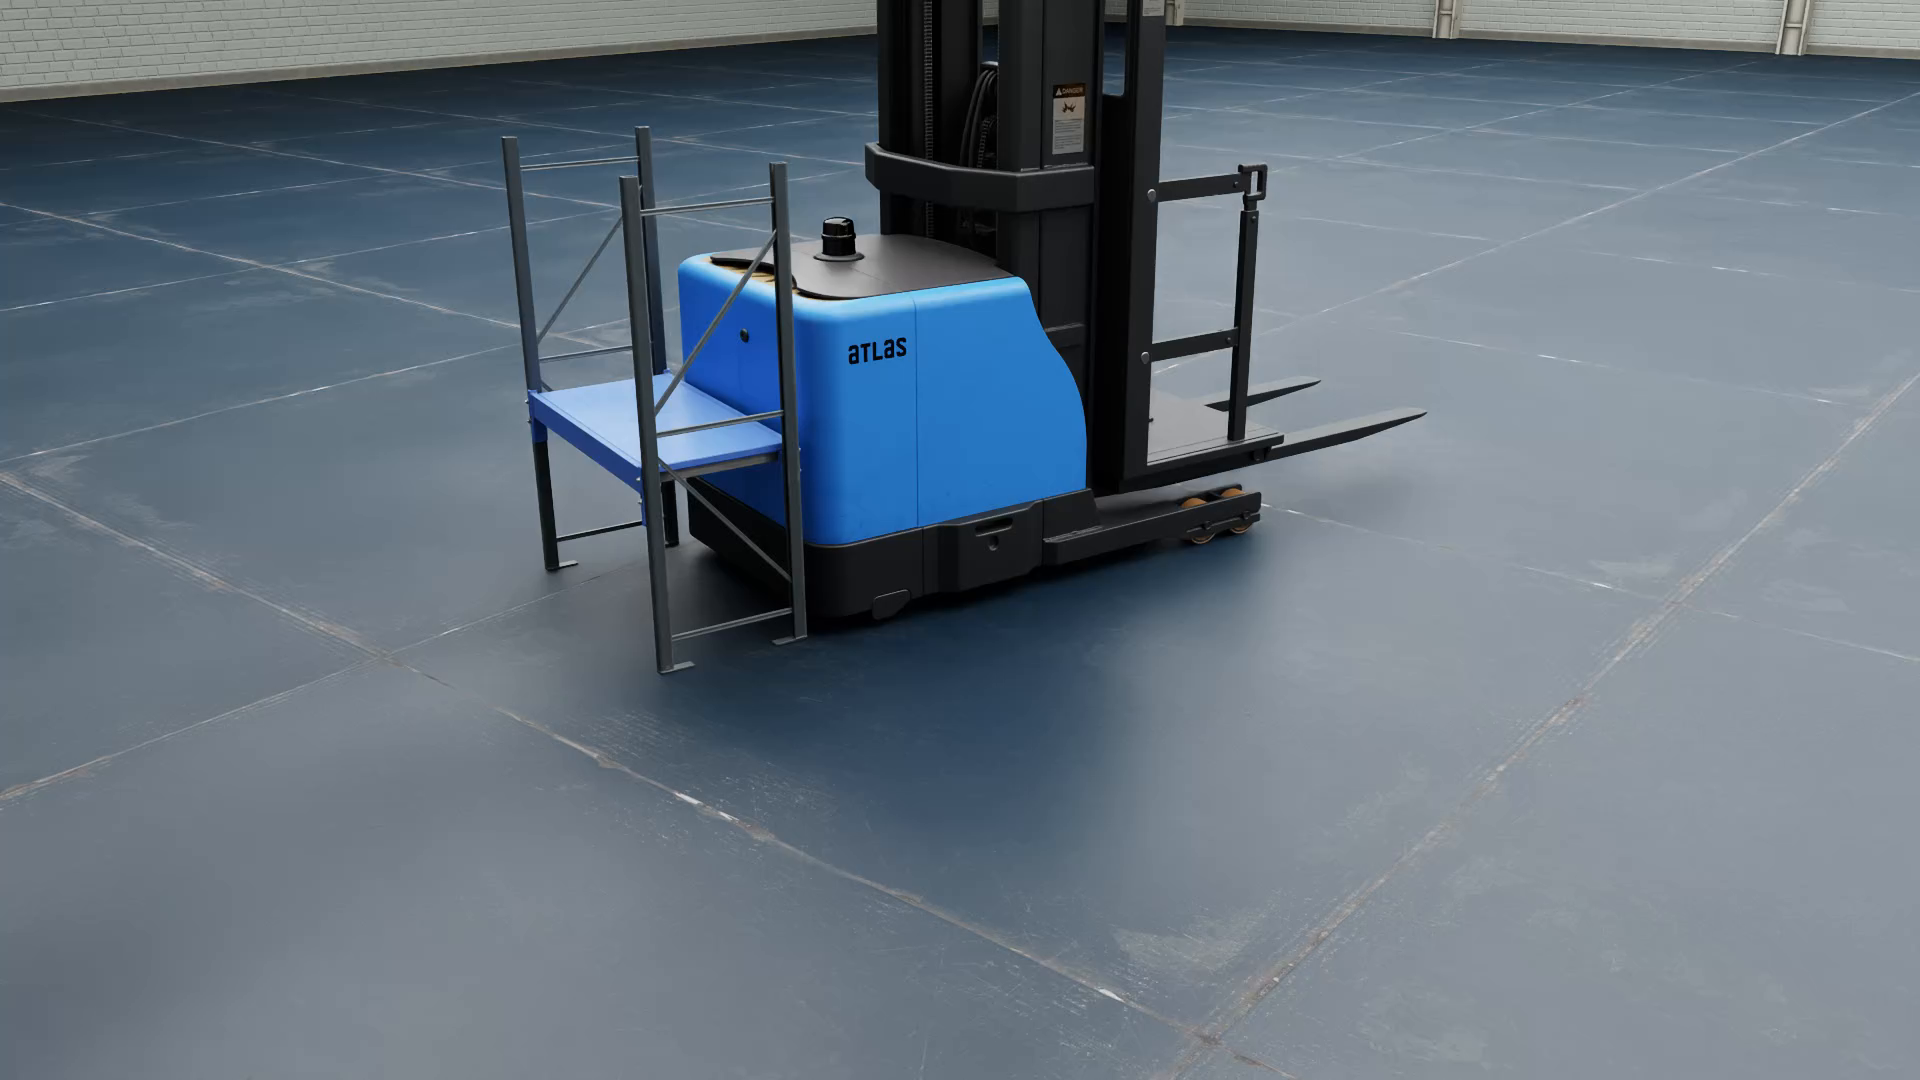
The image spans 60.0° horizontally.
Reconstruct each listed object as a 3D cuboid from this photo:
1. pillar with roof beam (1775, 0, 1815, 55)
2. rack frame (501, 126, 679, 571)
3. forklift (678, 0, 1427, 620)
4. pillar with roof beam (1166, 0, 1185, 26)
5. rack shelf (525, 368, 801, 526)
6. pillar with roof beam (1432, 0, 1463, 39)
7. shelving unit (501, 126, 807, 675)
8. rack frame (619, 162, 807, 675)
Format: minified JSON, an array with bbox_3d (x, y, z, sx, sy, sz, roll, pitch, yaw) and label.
[{"bbox_3d":[10.969,-11.044,22.701,0.400,9.000,9.100,16,26,36],"label":"pillar with roof beam"},{"bbox_3d":[-1.257,-0.644,5.746,0.500,1.500,0.032,-13,24,-30],"label":"rack frame"},{"bbox_3d":[0.521,-1.497,5.983,3.031,2.935,1.130,-14,25,-32],"label":"forklift"},{"bbox_3d":[1.672,-13.721,29.801,0.400,9.000,9.100,16,26,36],"label":"pillar with roof beam"},{"bbox_3d":[-0.984,-0.325,5.408,0.538,0.185,1.000,-13,24,-30],"label":"rack shelf"},{"bbox_3d":[6.320,-12.383,26.251,0.400,9.000,9.100,16,26,36],"label":"pillar with roof beam"},{"bbox_3d":[-0.985,-0.493,5.344,0.538,1.500,1.048,-13,24,-30],"label":"shelving unit"},{"bbox_3d":[-0.713,-0.341,4.942,0.500,1.500,0.032,-13,24,-30],"label":"rack frame"}]
